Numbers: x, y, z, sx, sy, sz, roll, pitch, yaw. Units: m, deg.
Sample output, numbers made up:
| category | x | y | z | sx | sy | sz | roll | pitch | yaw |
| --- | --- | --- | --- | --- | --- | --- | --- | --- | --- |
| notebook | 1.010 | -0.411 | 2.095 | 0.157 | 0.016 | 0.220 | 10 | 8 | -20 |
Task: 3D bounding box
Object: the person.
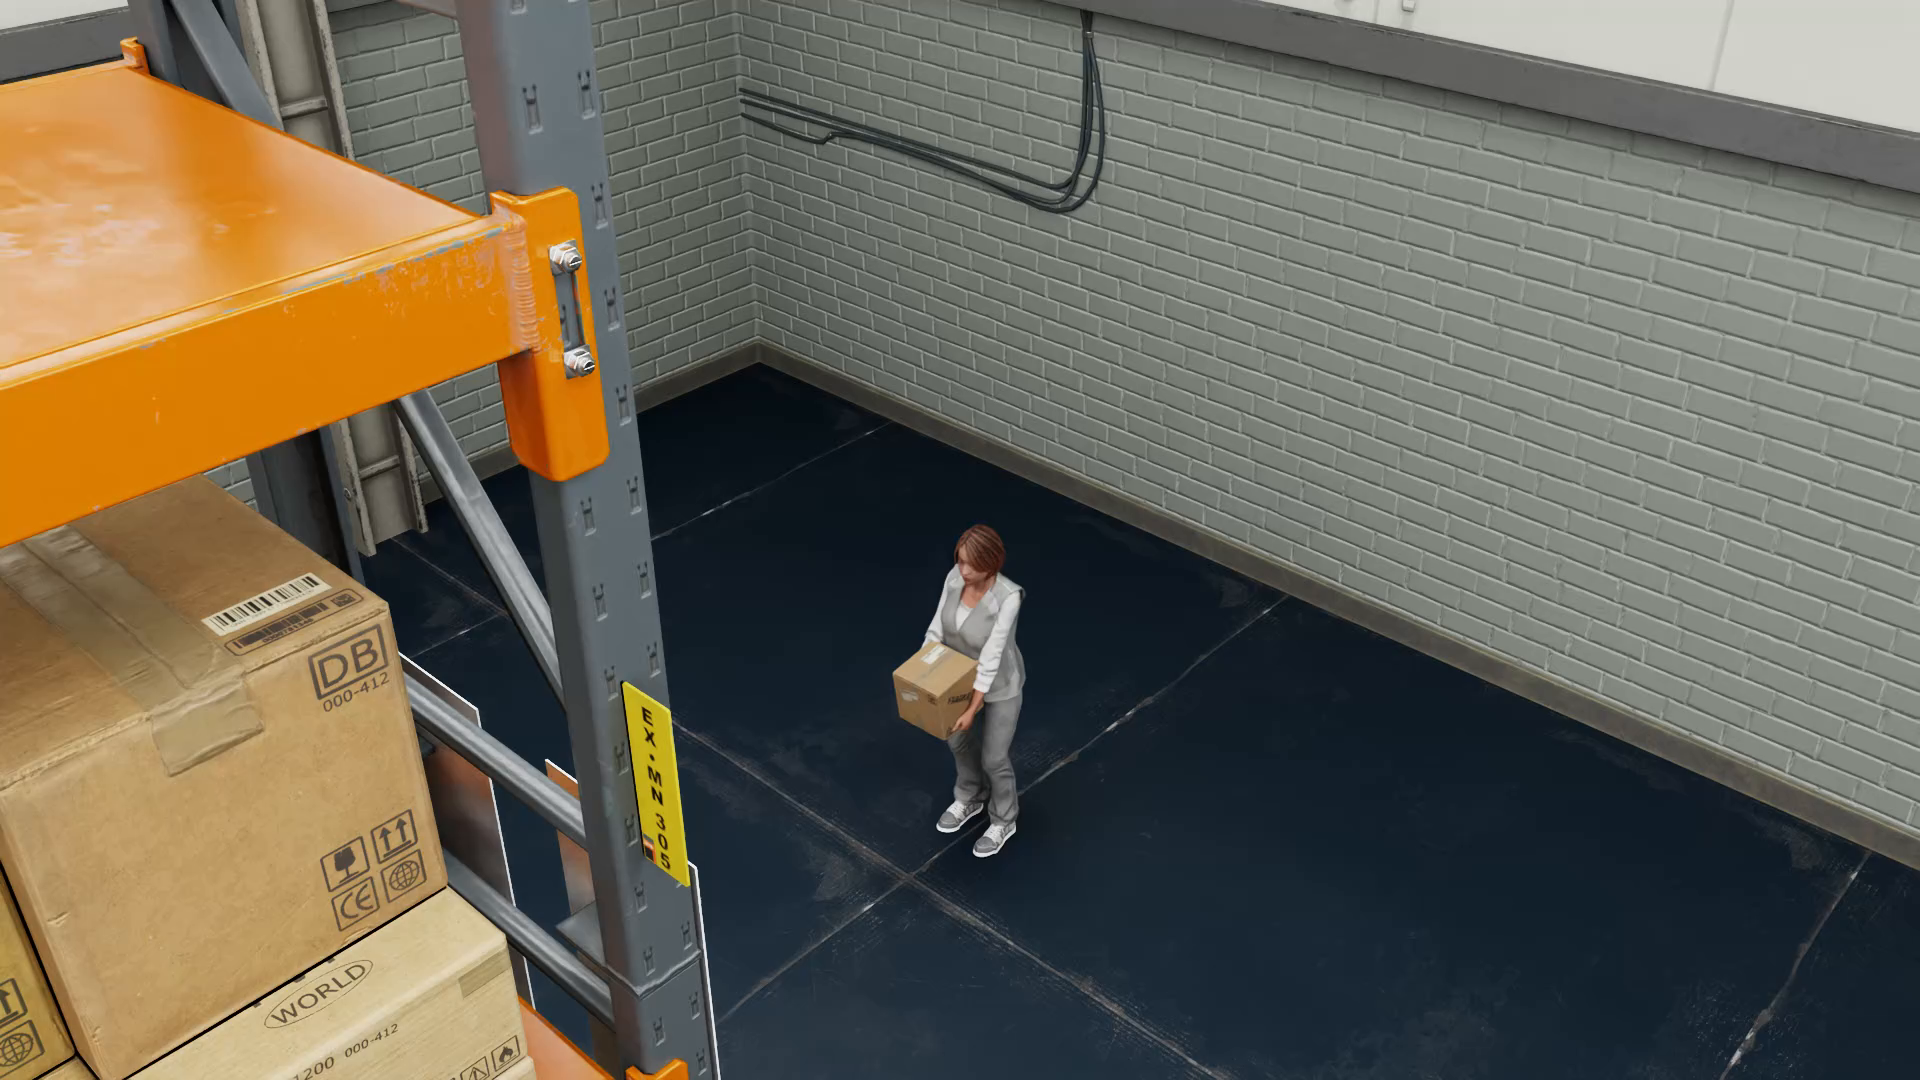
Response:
| category | x | y | z | sx | sy | sz | roll | pitch | yaw |
| --- | --- | --- | --- | --- | --- | --- | --- | --- | --- |
| person | 0.044 | 0.645 | 6.952 | 0.375 | 1.596 | 0.507 | 25 | 39 | 34 |
